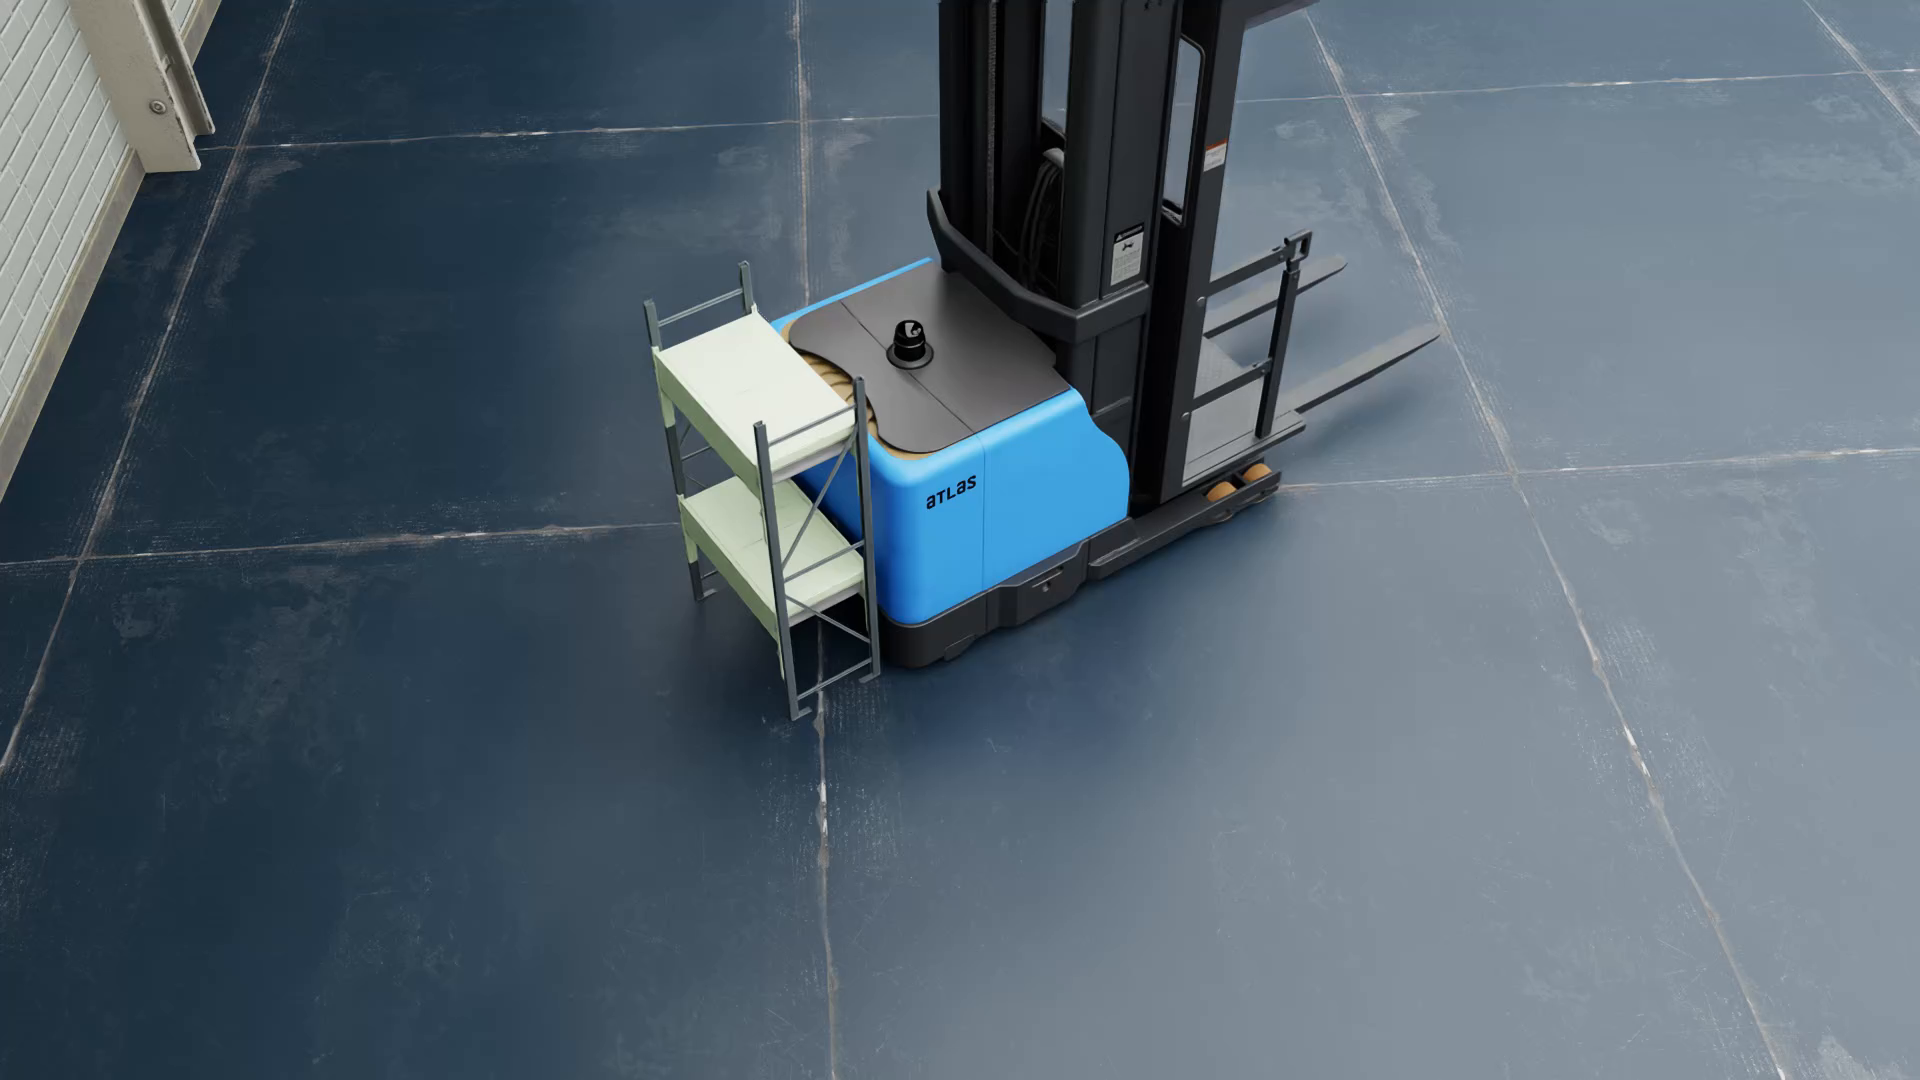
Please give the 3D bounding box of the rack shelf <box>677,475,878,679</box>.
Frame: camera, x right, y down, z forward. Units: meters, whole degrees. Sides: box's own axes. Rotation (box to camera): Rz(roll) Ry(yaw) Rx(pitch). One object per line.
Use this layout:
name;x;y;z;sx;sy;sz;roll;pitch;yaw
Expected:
rack shelf;-0.684;0.085;6.222;0.431;0.370;0.720;-27;52;-23

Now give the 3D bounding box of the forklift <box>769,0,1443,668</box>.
forklift;0.739;-1.377;6.172;3.031;2.935;1.130;-27;52;-23

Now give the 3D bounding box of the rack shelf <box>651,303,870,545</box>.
rack shelf;-0.684;-0.408;5.702;0.431;0.370;0.720;-27;52;-23

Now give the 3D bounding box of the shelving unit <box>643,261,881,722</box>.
shelving unit;-0.684;-0.140;5.986;0.431;1.500;0.755;-27;52;-23

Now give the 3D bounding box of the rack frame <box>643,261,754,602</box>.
rack frame;-0.895;-0.357;6.192;0.400;1.500;0.023;-27;52;-23

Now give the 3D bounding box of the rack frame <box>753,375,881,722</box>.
rack frame;-0.474;0.078;5.780;0.400;1.500;0.023;-27;52;-23

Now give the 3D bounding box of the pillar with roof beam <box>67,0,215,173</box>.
pillar with roof beam;0.125;-5.431;5.833;9.100;9.000;0.400;-3;47;-3
